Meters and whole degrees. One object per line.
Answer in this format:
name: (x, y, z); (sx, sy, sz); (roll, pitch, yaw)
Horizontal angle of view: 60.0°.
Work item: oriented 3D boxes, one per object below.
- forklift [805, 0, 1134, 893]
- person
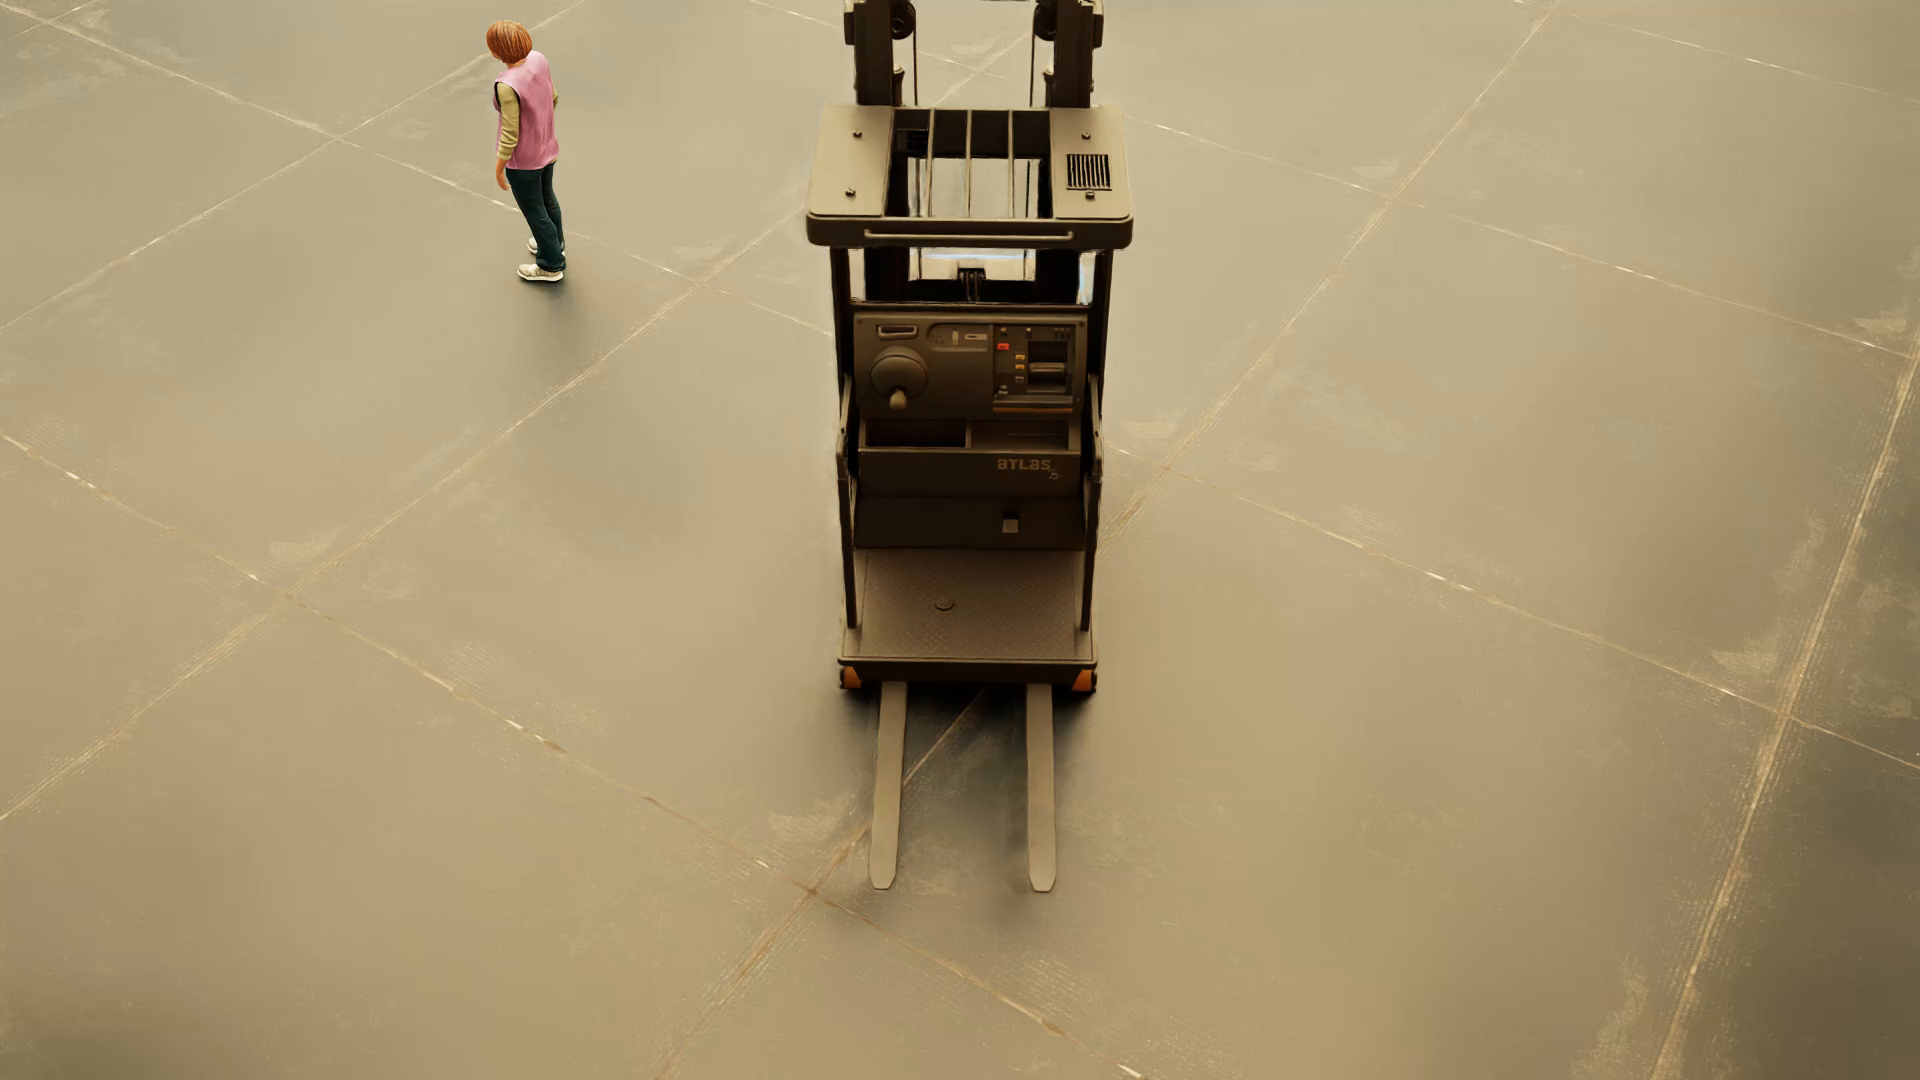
forklift: (0.039, -0.623, 6.506); (1.130, 2.935, 3.031); (1, 43, 1)
person: (-2.396, -2.108, 9.031); (0.475, 1.597, 0.520); (15, 46, 15)
